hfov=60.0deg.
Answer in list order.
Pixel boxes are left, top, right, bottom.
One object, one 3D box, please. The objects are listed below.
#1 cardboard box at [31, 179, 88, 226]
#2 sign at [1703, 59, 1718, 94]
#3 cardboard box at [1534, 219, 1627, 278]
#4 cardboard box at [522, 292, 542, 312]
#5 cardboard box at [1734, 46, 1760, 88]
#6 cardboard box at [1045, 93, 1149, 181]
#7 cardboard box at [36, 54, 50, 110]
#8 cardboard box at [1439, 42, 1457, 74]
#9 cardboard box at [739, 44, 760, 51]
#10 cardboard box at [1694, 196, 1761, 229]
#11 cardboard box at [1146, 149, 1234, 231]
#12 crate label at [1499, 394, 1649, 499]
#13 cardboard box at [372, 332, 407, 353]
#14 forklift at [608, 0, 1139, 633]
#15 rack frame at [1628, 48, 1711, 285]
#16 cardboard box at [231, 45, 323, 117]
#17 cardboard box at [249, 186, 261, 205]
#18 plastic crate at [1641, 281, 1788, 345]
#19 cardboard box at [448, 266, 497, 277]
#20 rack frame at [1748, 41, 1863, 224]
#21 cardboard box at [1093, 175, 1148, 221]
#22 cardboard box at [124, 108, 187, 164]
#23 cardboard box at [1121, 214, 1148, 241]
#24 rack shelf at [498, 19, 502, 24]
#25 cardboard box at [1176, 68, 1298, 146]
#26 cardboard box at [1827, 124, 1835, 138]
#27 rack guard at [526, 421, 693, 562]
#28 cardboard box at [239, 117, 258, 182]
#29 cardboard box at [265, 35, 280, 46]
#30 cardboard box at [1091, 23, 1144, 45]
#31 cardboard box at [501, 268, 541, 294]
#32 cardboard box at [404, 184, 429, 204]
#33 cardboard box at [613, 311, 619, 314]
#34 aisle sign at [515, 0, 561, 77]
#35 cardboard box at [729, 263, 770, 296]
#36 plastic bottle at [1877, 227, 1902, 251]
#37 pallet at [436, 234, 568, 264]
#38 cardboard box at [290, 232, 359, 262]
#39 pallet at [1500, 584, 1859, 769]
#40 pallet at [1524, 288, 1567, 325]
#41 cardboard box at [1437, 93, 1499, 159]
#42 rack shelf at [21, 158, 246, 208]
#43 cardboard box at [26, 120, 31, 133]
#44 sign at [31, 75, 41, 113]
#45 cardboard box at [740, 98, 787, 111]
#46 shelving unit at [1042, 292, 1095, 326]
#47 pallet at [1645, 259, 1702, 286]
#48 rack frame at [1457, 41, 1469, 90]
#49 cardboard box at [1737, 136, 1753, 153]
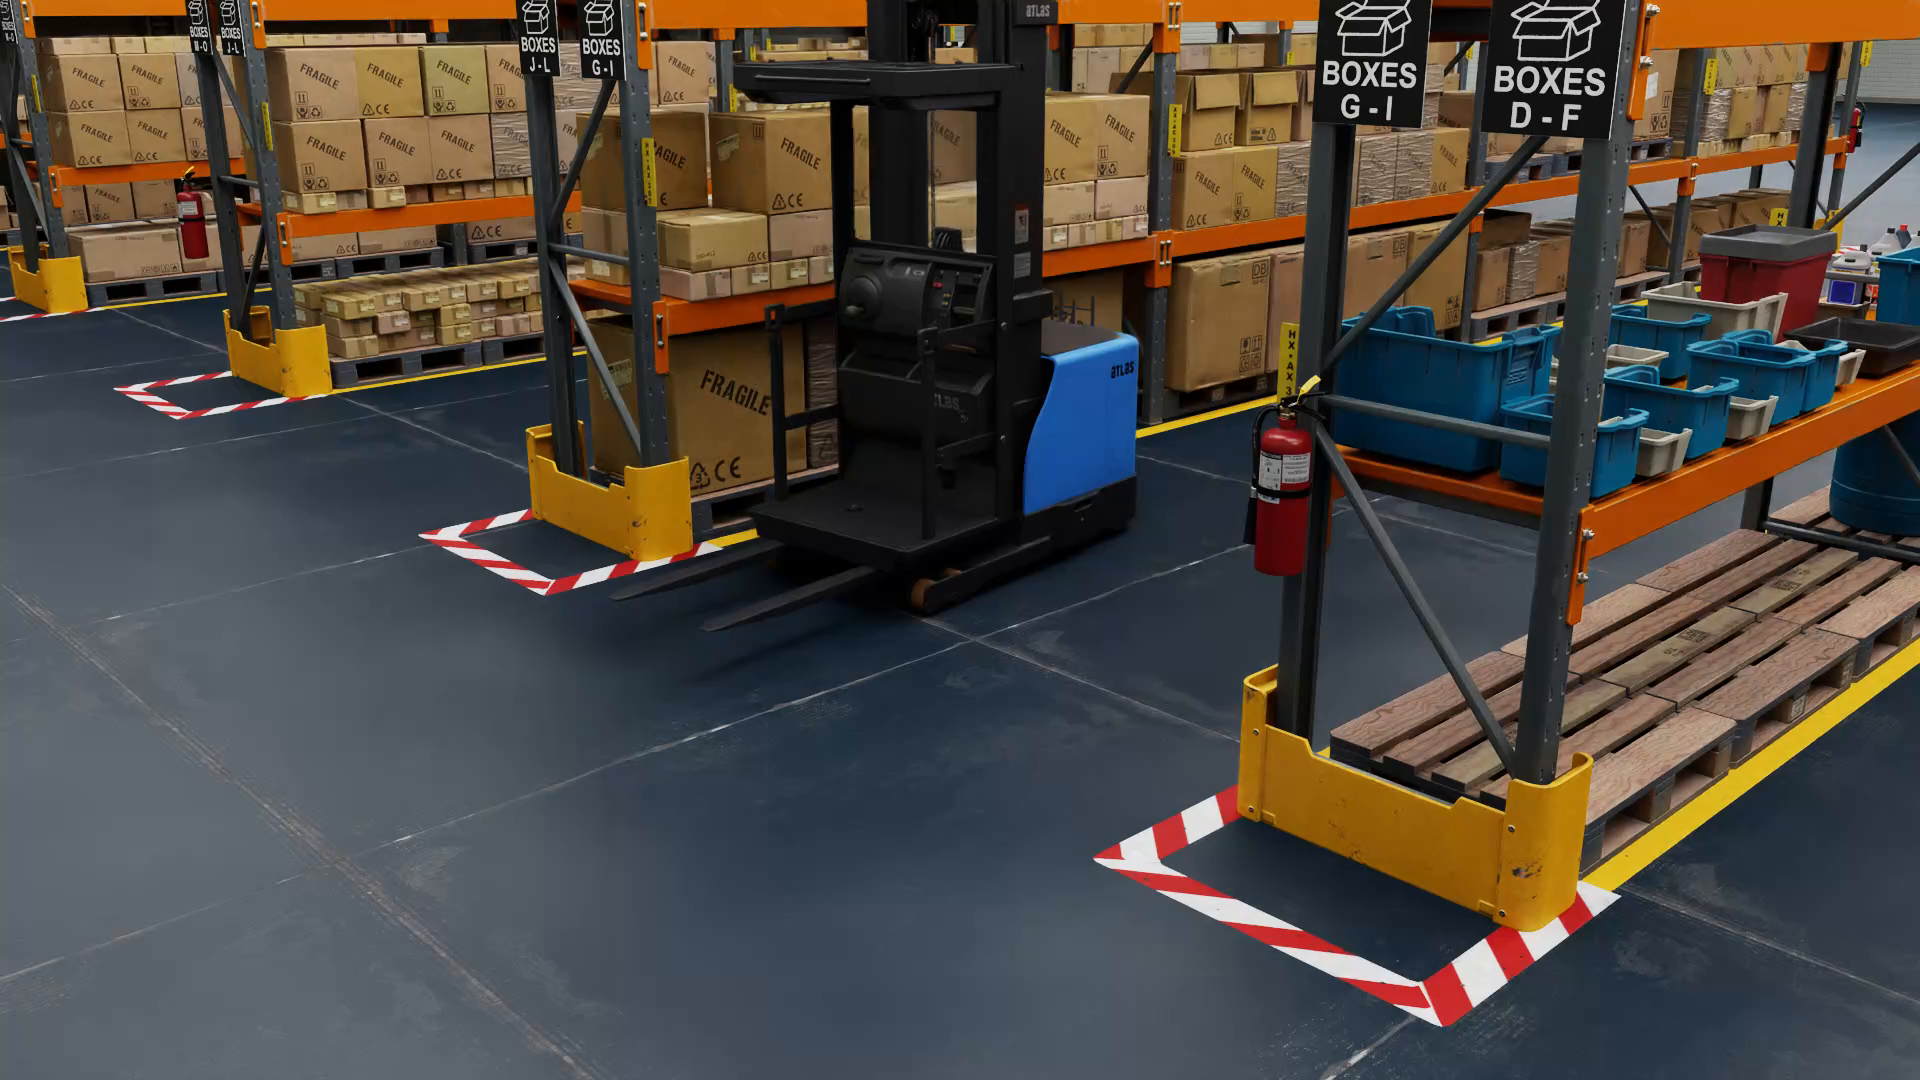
[{"bbox_3d":[-10.963,-4.101,20.142,0.500,0.500,0.700,-15,23,-39],"label":"cardboard box"},{"bbox_3d":[7.204,-4.447,15.960,0.005,0.325,0.100,-16,24,-41],"label":"sign"},{"bbox_3d":[6.000,-2.818,16.152,0.500,0.500,0.700,-16,24,-41],"label":"cardboard box"},{"bbox_3d":[-3.561,-1.995,13.734,0.250,0.149,0.380,-15,23,-38],"label":"cardboard box"},{"bbox_3d":[7.684,-4.829,16.750,0.500,0.500,0.500,-16,24,-41],"label":"cardboard box"},{"bbox_3d":[0.857,-2.594,10.667,0.500,0.500,0.500,-15,23,-39],"label":"cardboard box"},{"bbox_3d":[-8.521,-4.377,15.837,0.500,0.500,0.500,-15,23,-39],"label":"cardboard box"},{"bbox_3d":[6.096,-6.515,22.223,0.550,0.550,0.875,-16,24,-41],"label":"cardboard box"},{"bbox_3d":[-3.377,-7.985,27.054,0.250,0.149,0.380,-16,24,-41],"label":"cardboard box"},{"bbox_3d":[8.383,-3.487,18.248,0.500,0.500,0.500,-14,22,-36],"label":"cardboard box"},{"bbox_3d":[1.513,-2.414,11.404,0.500,0.500,0.500,-16,24,-41],"label":"cardboard box"},{"bbox_3d":[1.909,-0.295,5.204,0.303,0.233,0.416,-16,24,-41],"label":"crate label"},{"bbox_3d":[-4.499,-1.567,12.895,0.250,0.149,0.380,-16,24,-41],"label":"cardboard box"},{"bbox_3d":[-0.357,-1.217,7.986,1.130,2.935,3.031,14,23,38],"label":"forklift"},{"bbox_3d":[6.820,-4.020,16.520,0.127,3.000,1.000,-16,24,-41],"label":"rack frame"},{"bbox_3d":[-5.072,-3.427,12.427,0.500,0.500,0.500,-17,24,-42],"label":"cardboard box"},{"bbox_3d":[-5.191,-2.623,12.618,0.250,0.149,0.380,-16,24,-41],"label":"cardboard box"},{"bbox_3d":[3.174,-0.905,7.006,0.530,0.282,0.437,-16,24,-41],"label":"plastic crate"},{"bbox_3d":[-4.044,-2.170,13.792,0.380,0.149,0.250,17,25,42],"label":"cardboard box"},{"bbox_3d":[9.727,-4.867,19.134,0.127,3.000,1.000,-16,24,-41],"label":"rack frame"},{"bbox_3d":[0.867,-2.242,10.798,0.500,0.250,0.500,-17,24,-42],"label":"cardboard box"},{"bbox_3d":[-7.813,-3.896,15.976,0.500,0.500,0.500,-17,24,-42],"label":"cardboard box"},{"bbox_3d":[1.011,-2.067,10.904,0.250,0.149,0.380,-16,24,-41],"label":"cardboard box"},{"bbox_3d":[-7.761,-7.166,22.525,4.000,0.370,1.077,-16,24,-41],"label":"rack shelf"},{"bbox_3d":[1.972,-3.129,11.985,0.637,0.503,0.797,-16,24,-40],"label":"cardboard box"},{"bbox_3d":[9.661,-4.641,18.844,0.250,0.149,0.380,-16,24,-41],"label":"cardboard box"},{"bbox_3d":[-1.917,-0.283,9.047,0.348,0.500,1.175,-16,24,-41],"label":"rack guard"},{"bbox_3d":[-5.084,-2.952,12.582,0.500,0.500,0.500,-16,24,-40],"label":"cardboard box"},{"bbox_3d":[-6.947,-4.929,16.487,0.250,0.149,0.380,-16,24,-41],"label":"cardboard box"},{"bbox_3d":[2.324,-7.490,24.958,0.500,0.500,0.700,-16,24,-40],"label":"cardboard box"},{"bbox_3d":[-3.560,-2.130,13.666,0.250,0.149,0.380,-16,24,-41],"label":"cardboard box"},{"bbox_3d":[-4.290,-2.680,12.793,0.250,0.149,0.380,-15,23,-38],"label":"cardboard box"},{"bbox_3d":[-3.047,-2.006,14.251,0.250,0.149,0.380,-17,25,-42],"label":"cardboard box"},{"bbox_3d":[-2.158,-2.766,8.436,0.004,0.787,0.394,-16,24,-41],"label":"aisle sign"},{"bbox_3d":[-1.229,-1.414,8.888,0.250,0.149,0.380,-17,24,-42],"label":"cardboard box"},{"bbox_3d":[4.853,-1.459,8.702,0.185,0.351,0.144,-16,24,-41],"label":"plastic bottle"},{"bbox_3d":[-5.293,-3.399,19.127,1.213,0.211,1.003,-16,24,-41],"label":"pallet"},{"bbox_3d":[-6.981,-3.228,17.550,0.875,0.438,0.875,17,25,42],"label":"cardboard box"},{"bbox_3d":[3.016,0.536,6.989,1.213,0.211,1.003,-16,24,-41],"label":"pallet"},{"bbox_3d":[5.369,-2.268,15.638,1.213,0.211,1.003,-16,24,-41],"label":"pallet"},{"bbox_3d":[4.279,-3.543,14.206,0.500,0.500,0.500,14,23,37],"label":"cardboard box"},{"bbox_3d":[-7.255,-3.780,16.945,4.000,0.370,1.077,-16,24,-41],"label":"rack shelf"},{"bbox_3d":[-10.959,-4.923,19.713,0.250,0.149,0.380,-16,24,-40],"label":"cardboard box"},{"bbox_3d":[-8.331,-4.022,14.993,0.005,0.325,0.100,-16,24,-41],"label":"sign"},{"bbox_3d":[-1.725,-3.801,14.607,0.250,0.149,0.380,-15,23,-38],"label":"cardboard box"},{"bbox_3d":[0.603,-0.795,9.492,0.258,1.200,0.189,14,23,38],"label":"shelving unit"},{"bbox_3d":[7.284,-2.844,17.413,1.213,0.211,1.003,-16,24,-41],"label":"pallet"},{"bbox_3d":[6.392,-6.000,22.628,0.127,3.000,1.000,-16,24,-41],"label":"rack frame"},{"bbox_3d":[7.921,-4.087,17.133,0.250,0.149,0.380,-16,24,-41],"label":"cardboard box"}]
